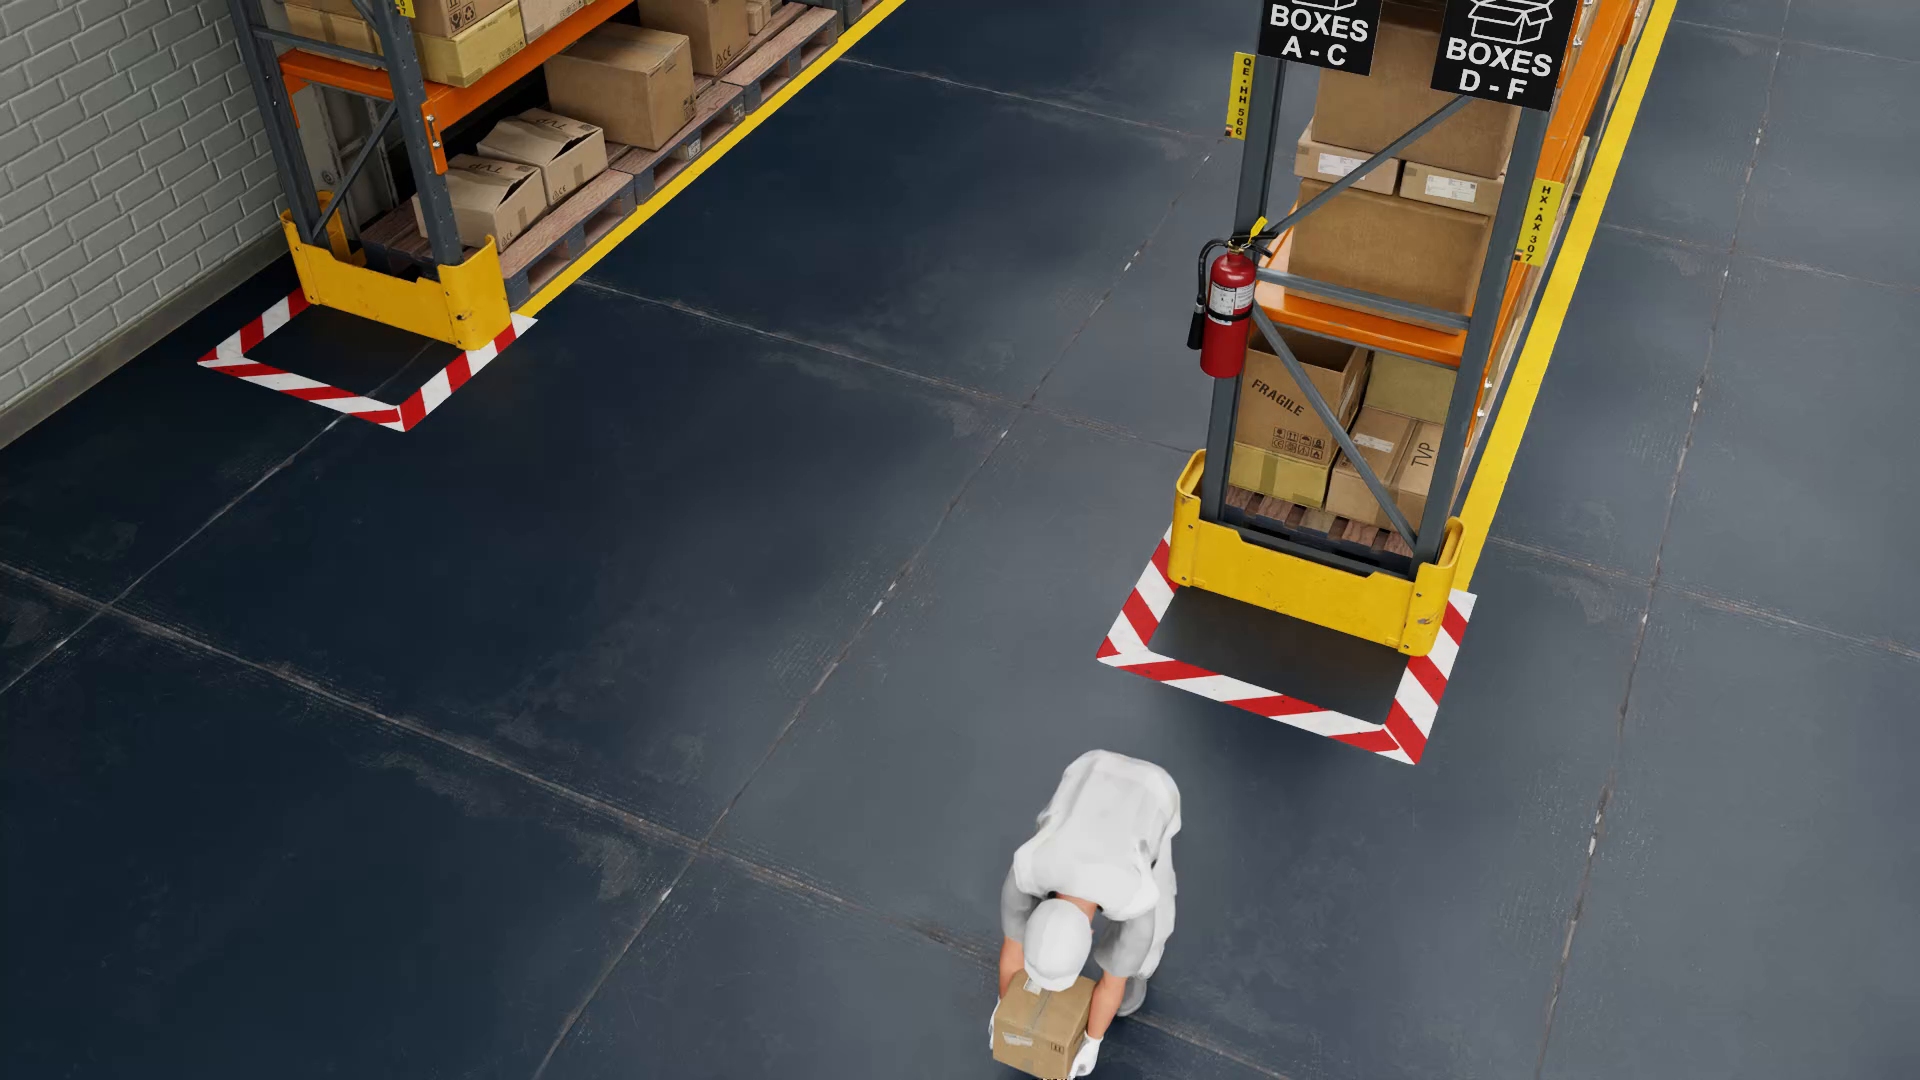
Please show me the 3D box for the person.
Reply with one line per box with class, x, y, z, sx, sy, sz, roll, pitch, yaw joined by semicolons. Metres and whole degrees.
person;0.410;1.225;5.363;0.536;0.991;0.953;15;44;17
